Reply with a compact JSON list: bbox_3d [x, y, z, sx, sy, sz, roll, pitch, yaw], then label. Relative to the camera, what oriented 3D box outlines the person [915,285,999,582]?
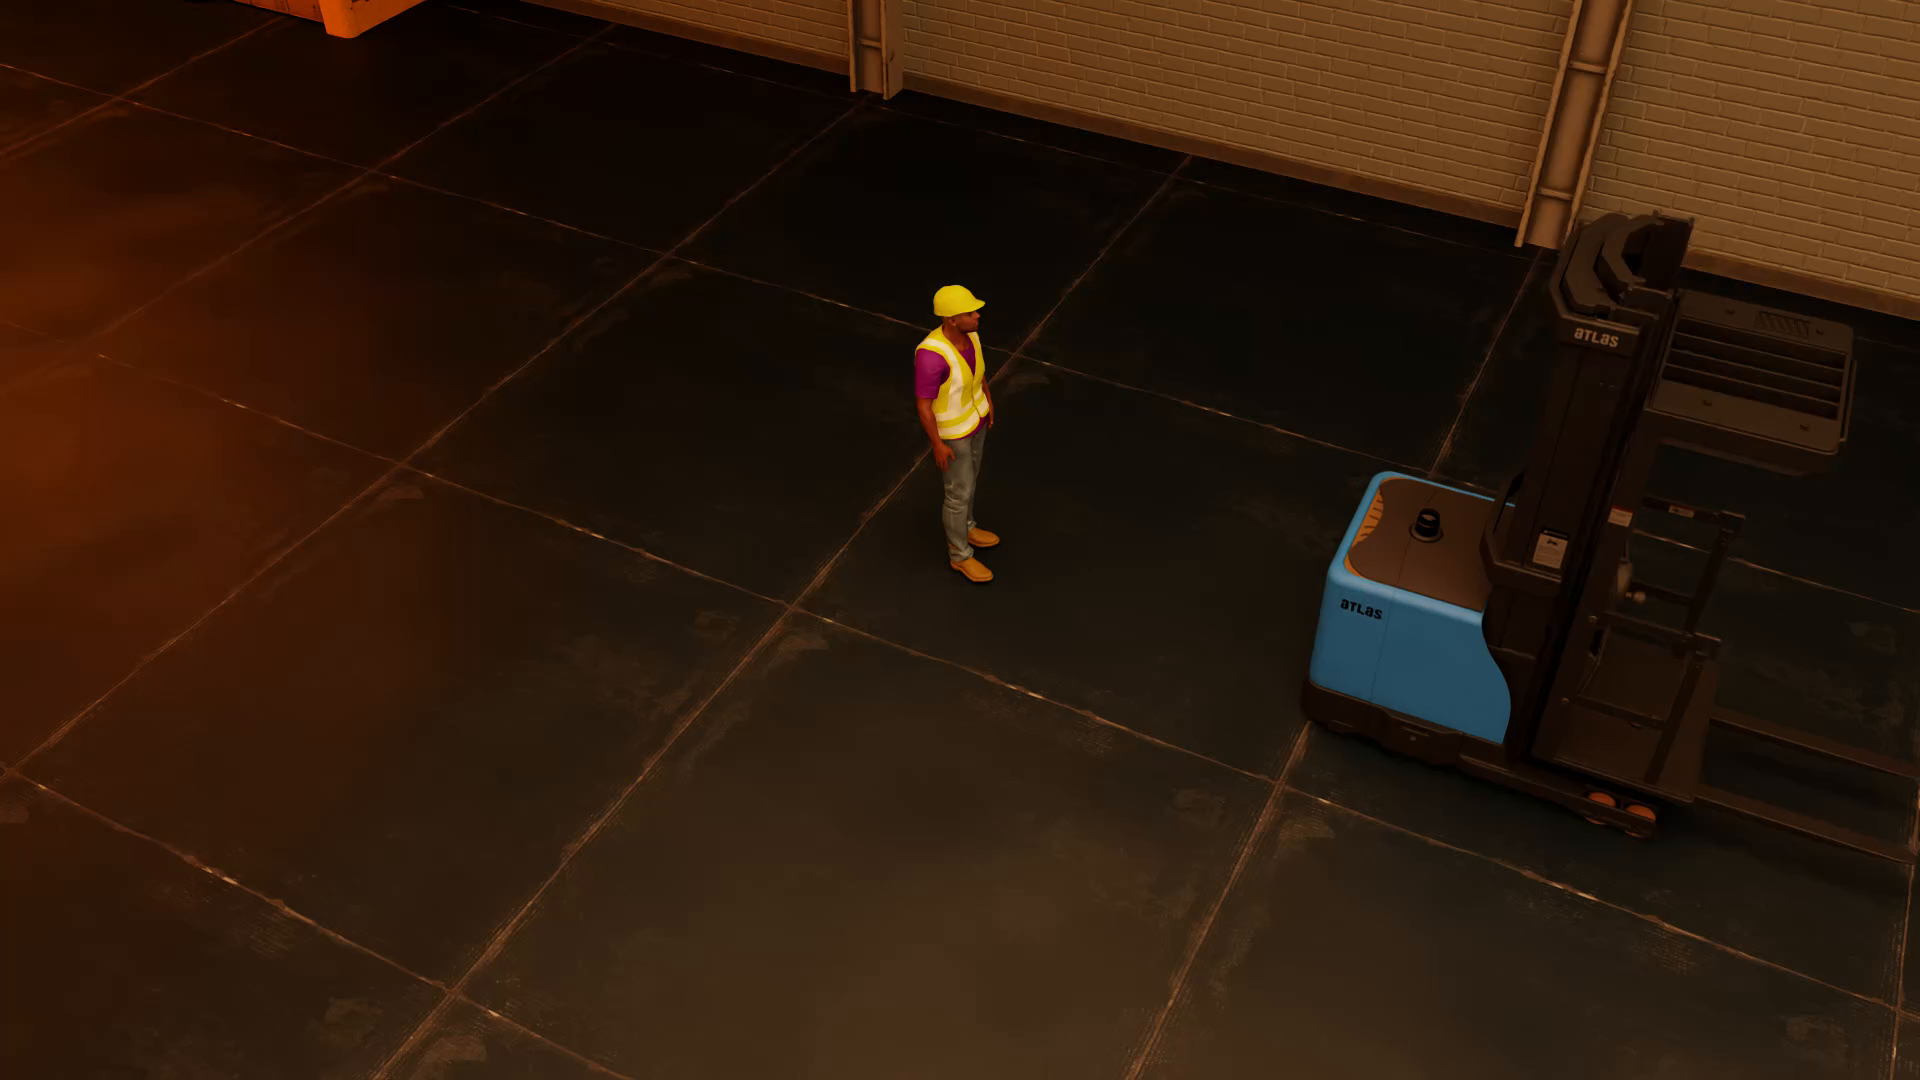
[{"bbox_3d":[0.059,-0.657,9.660,0.577,1.765,0.665,18,43,21],"label":"person"}]

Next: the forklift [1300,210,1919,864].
[{"bbox_3d":[3.412,-0.002,7.989,3.031,2.935,1.130,17,43,20],"label":"forklift"}]
